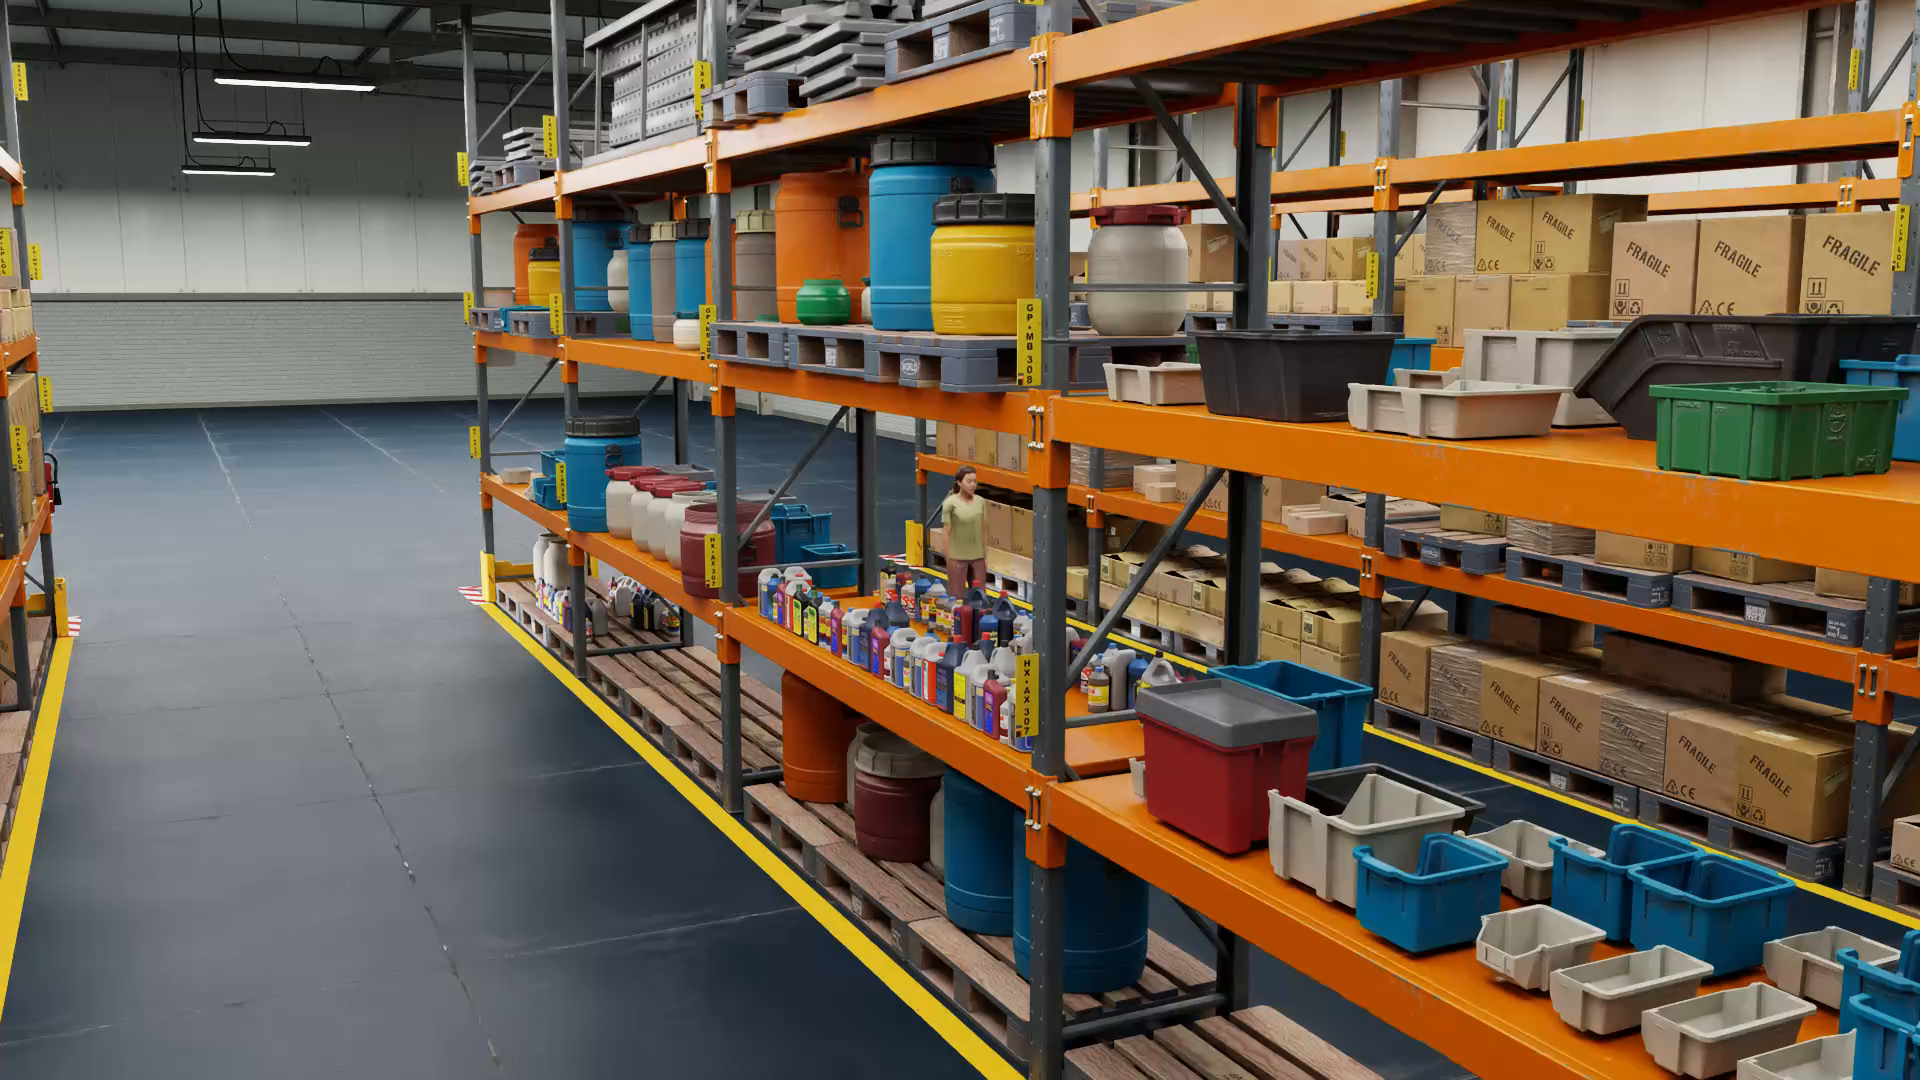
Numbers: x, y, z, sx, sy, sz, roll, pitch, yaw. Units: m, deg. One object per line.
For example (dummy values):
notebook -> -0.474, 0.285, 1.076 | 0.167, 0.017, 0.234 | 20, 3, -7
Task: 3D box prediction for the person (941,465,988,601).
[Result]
person -> 0.054, 0.176, 14.772 | 0.441, 1.690, 0.358 | -4, 9, -25
